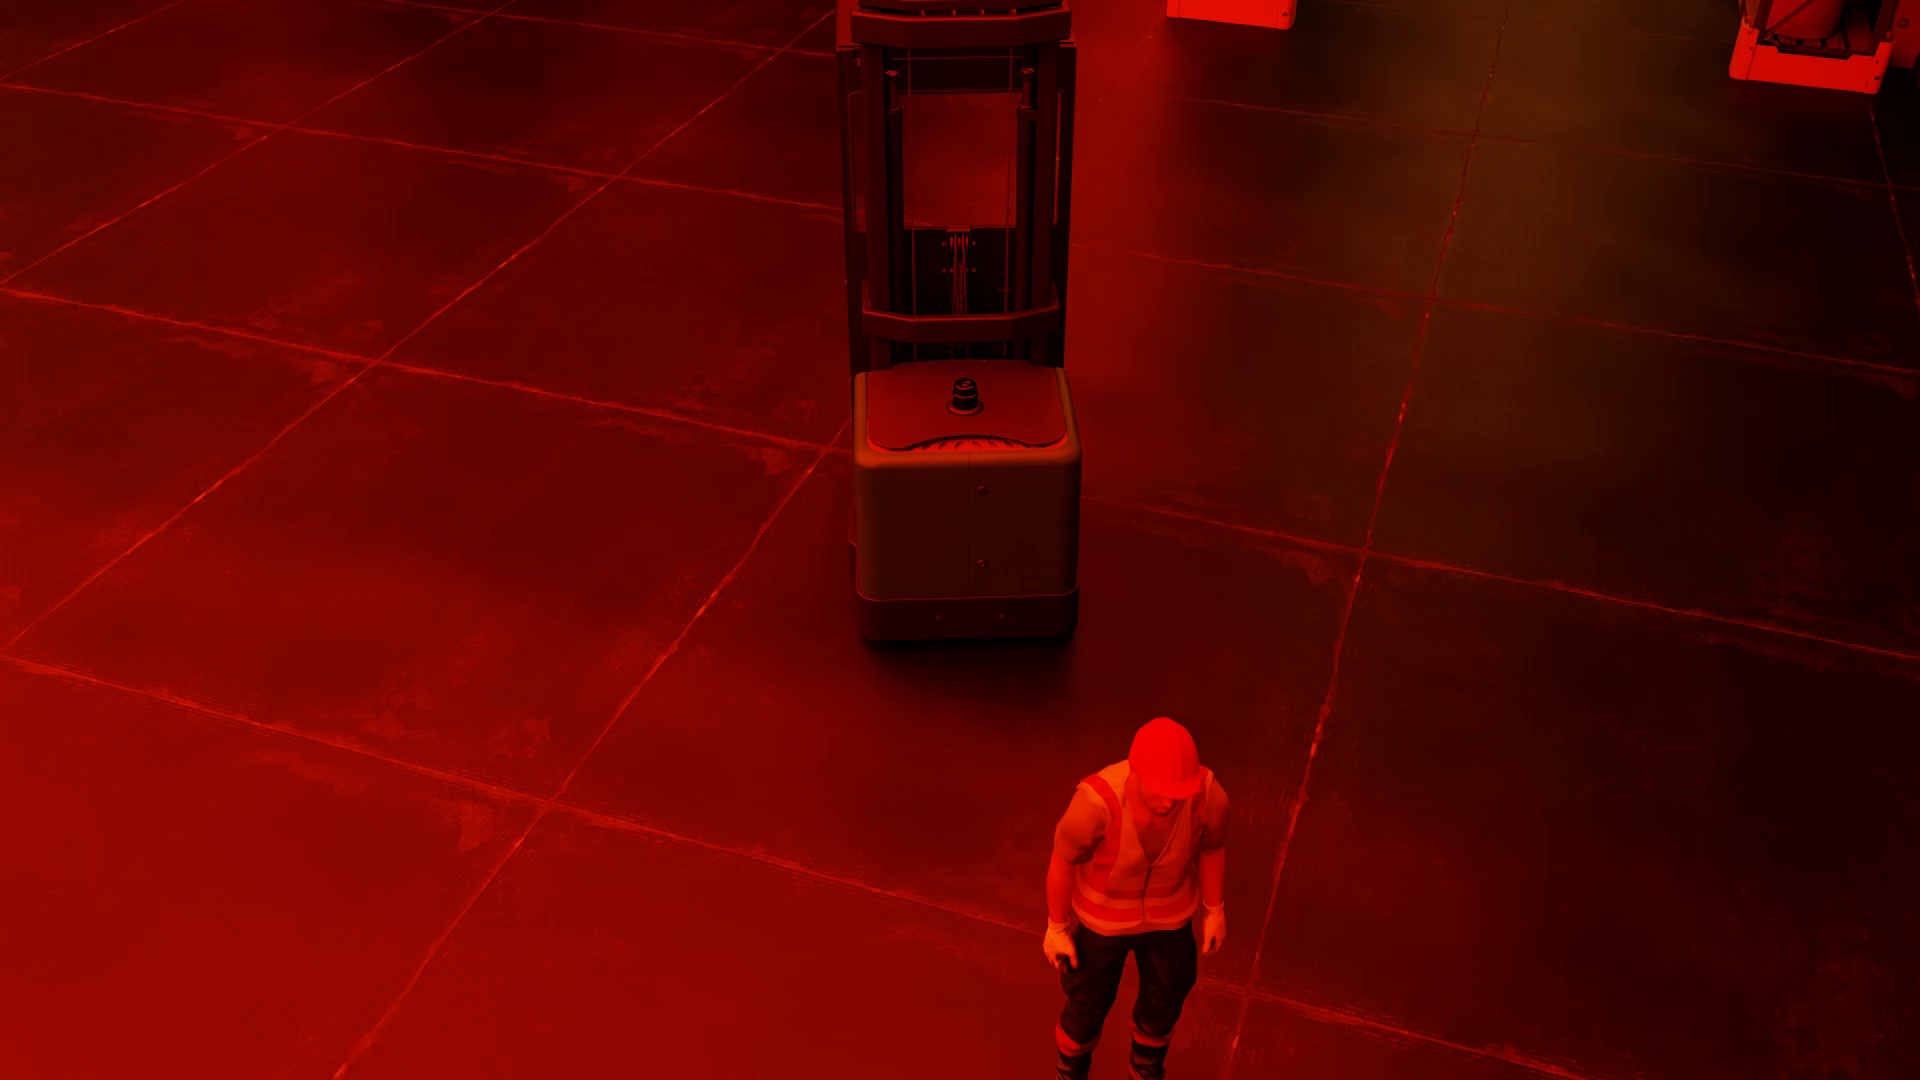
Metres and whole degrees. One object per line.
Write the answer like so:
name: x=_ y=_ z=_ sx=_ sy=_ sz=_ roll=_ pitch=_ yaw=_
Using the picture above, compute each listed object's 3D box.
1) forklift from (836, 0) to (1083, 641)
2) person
forklift: x=-0.029 y=-1.547 z=8.293 sx=1.130 sy=2.935 sz=3.031 roll=-2 pitch=35 yaw=-2
person: x=0.568 y=1.237 z=5.365 sx=0.612 sy=1.779 sz=0.455 roll=-5 pitch=36 yaw=-7
